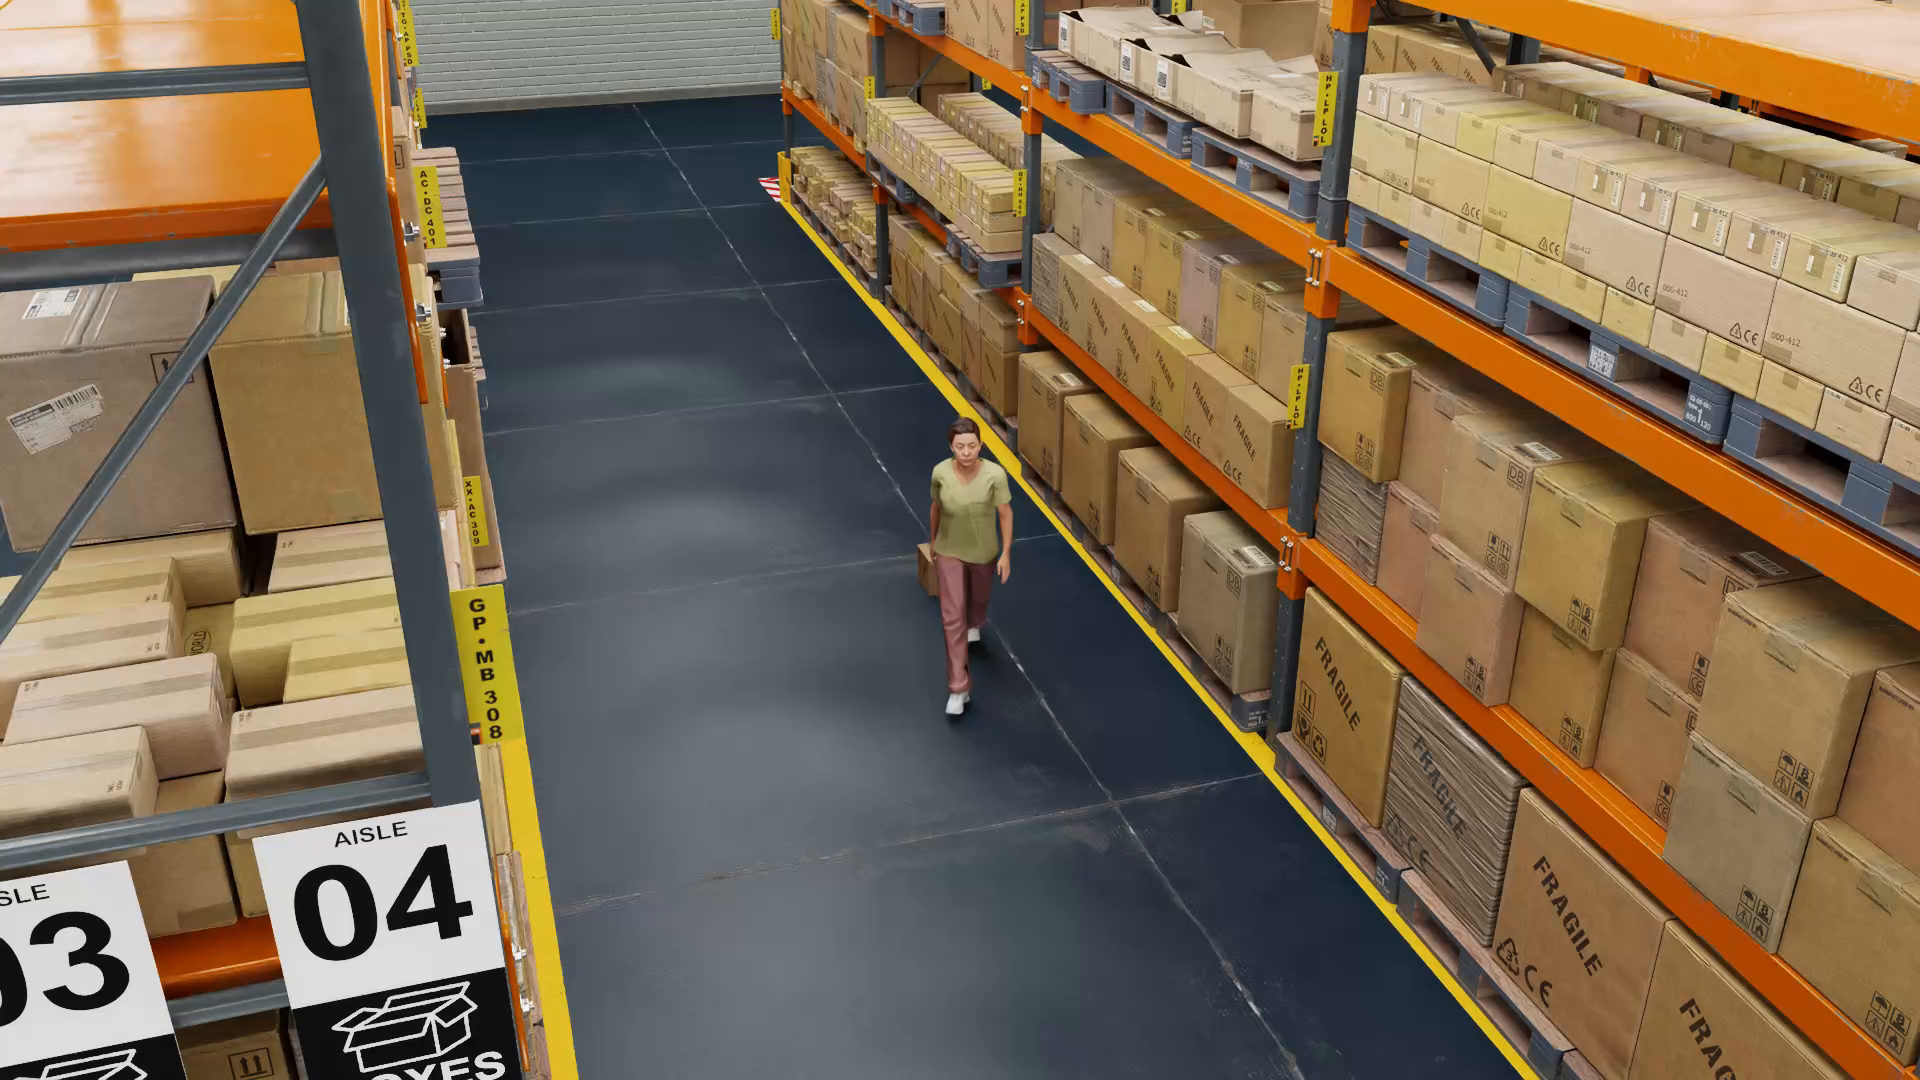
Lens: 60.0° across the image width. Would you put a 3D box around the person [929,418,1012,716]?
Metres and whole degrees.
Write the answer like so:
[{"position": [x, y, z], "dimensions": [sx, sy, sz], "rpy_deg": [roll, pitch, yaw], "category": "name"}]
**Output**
[{"position": [0.058, 0.064, 9.248], "dimensions": [0.460, 1.622, 1.028], "rpy_deg": [0, 26, 0], "category": "person"}]
